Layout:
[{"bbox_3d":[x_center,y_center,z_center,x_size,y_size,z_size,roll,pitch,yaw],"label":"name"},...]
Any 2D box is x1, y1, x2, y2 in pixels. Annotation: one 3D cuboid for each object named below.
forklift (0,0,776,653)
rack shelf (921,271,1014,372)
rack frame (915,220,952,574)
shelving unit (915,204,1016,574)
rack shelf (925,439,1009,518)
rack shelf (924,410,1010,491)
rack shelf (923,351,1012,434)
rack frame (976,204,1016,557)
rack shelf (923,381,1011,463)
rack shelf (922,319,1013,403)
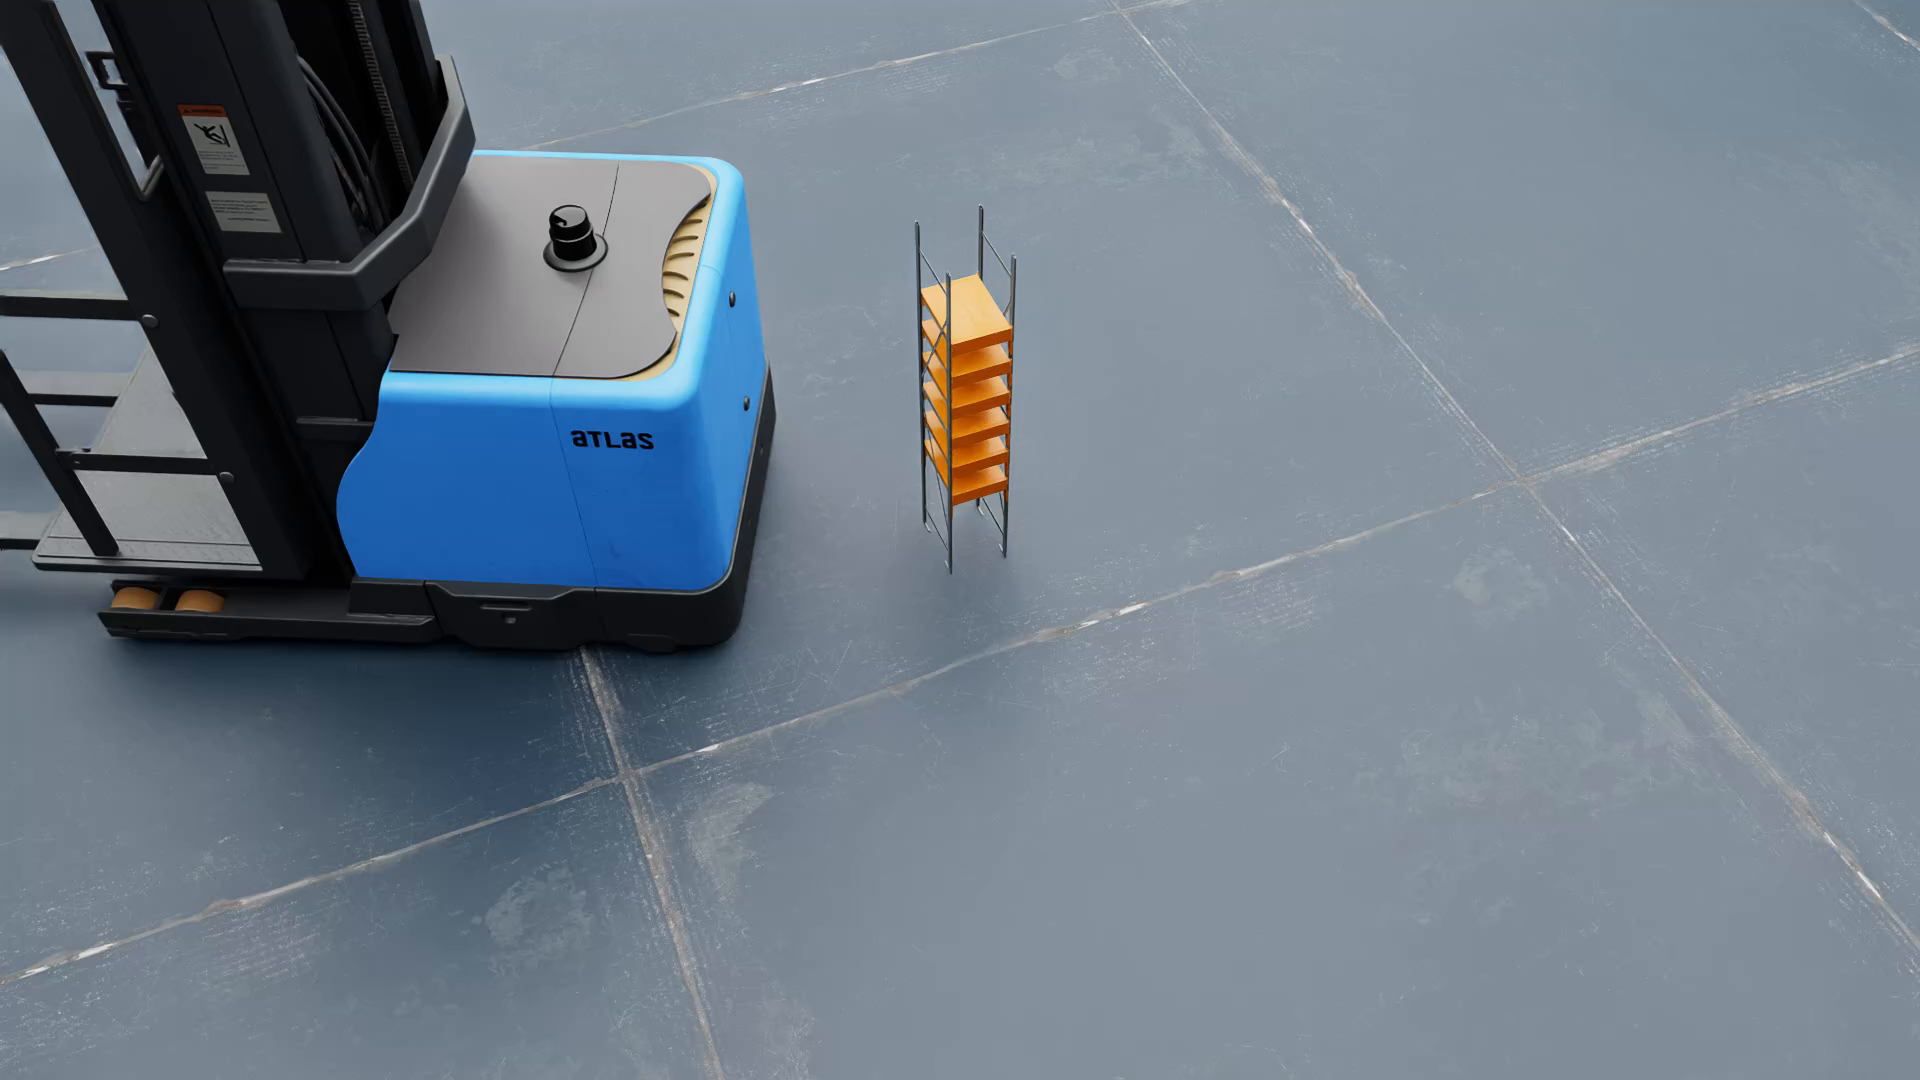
[{"bbox_3d":[-2.143,-1.051,4.221,3.031,2.935,1.130,2,49,2],"label":"forklift"},{"bbox_3d":[0.013,-0.601,4.559,0.180,0.103,0.258,-17,52,-14],"label":"rack shelf"},{"bbox_3d":[-0.071,-0.369,4.776,0.006,1.200,0.240,-17,52,-14],"label":"rack frame"},{"bbox_3d":[0.013,-0.395,4.798,0.189,1.200,0.258,-17,52,-14],"label":"shelving unit"},{"bbox_3d":[0.013,-0.210,5.014,0.180,0.103,0.258,-17,52,-14],"label":"rack shelf"},{"bbox_3d":[0.013,-0.288,4.923,0.180,0.103,0.258,-17,52,-14],"label":"rack shelf"},{"bbox_3d":[0.013,-0.444,4.741,0.180,0.103,0.258,-17,52,-14],"label":"rack shelf"},{"bbox_3d":[0.098,-0.421,4.821,0.006,1.200,0.240,-17,52,-14],"label":"rack frame"},{"bbox_3d":[0.013,-0.366,4.832,0.180,0.103,0.258,-17,52,-14],"label":"rack shelf"},{"bbox_3d":[0.013,-0.522,4.650,0.180,0.103,0.258,-17,52,-14],"label":"rack shelf"}]
